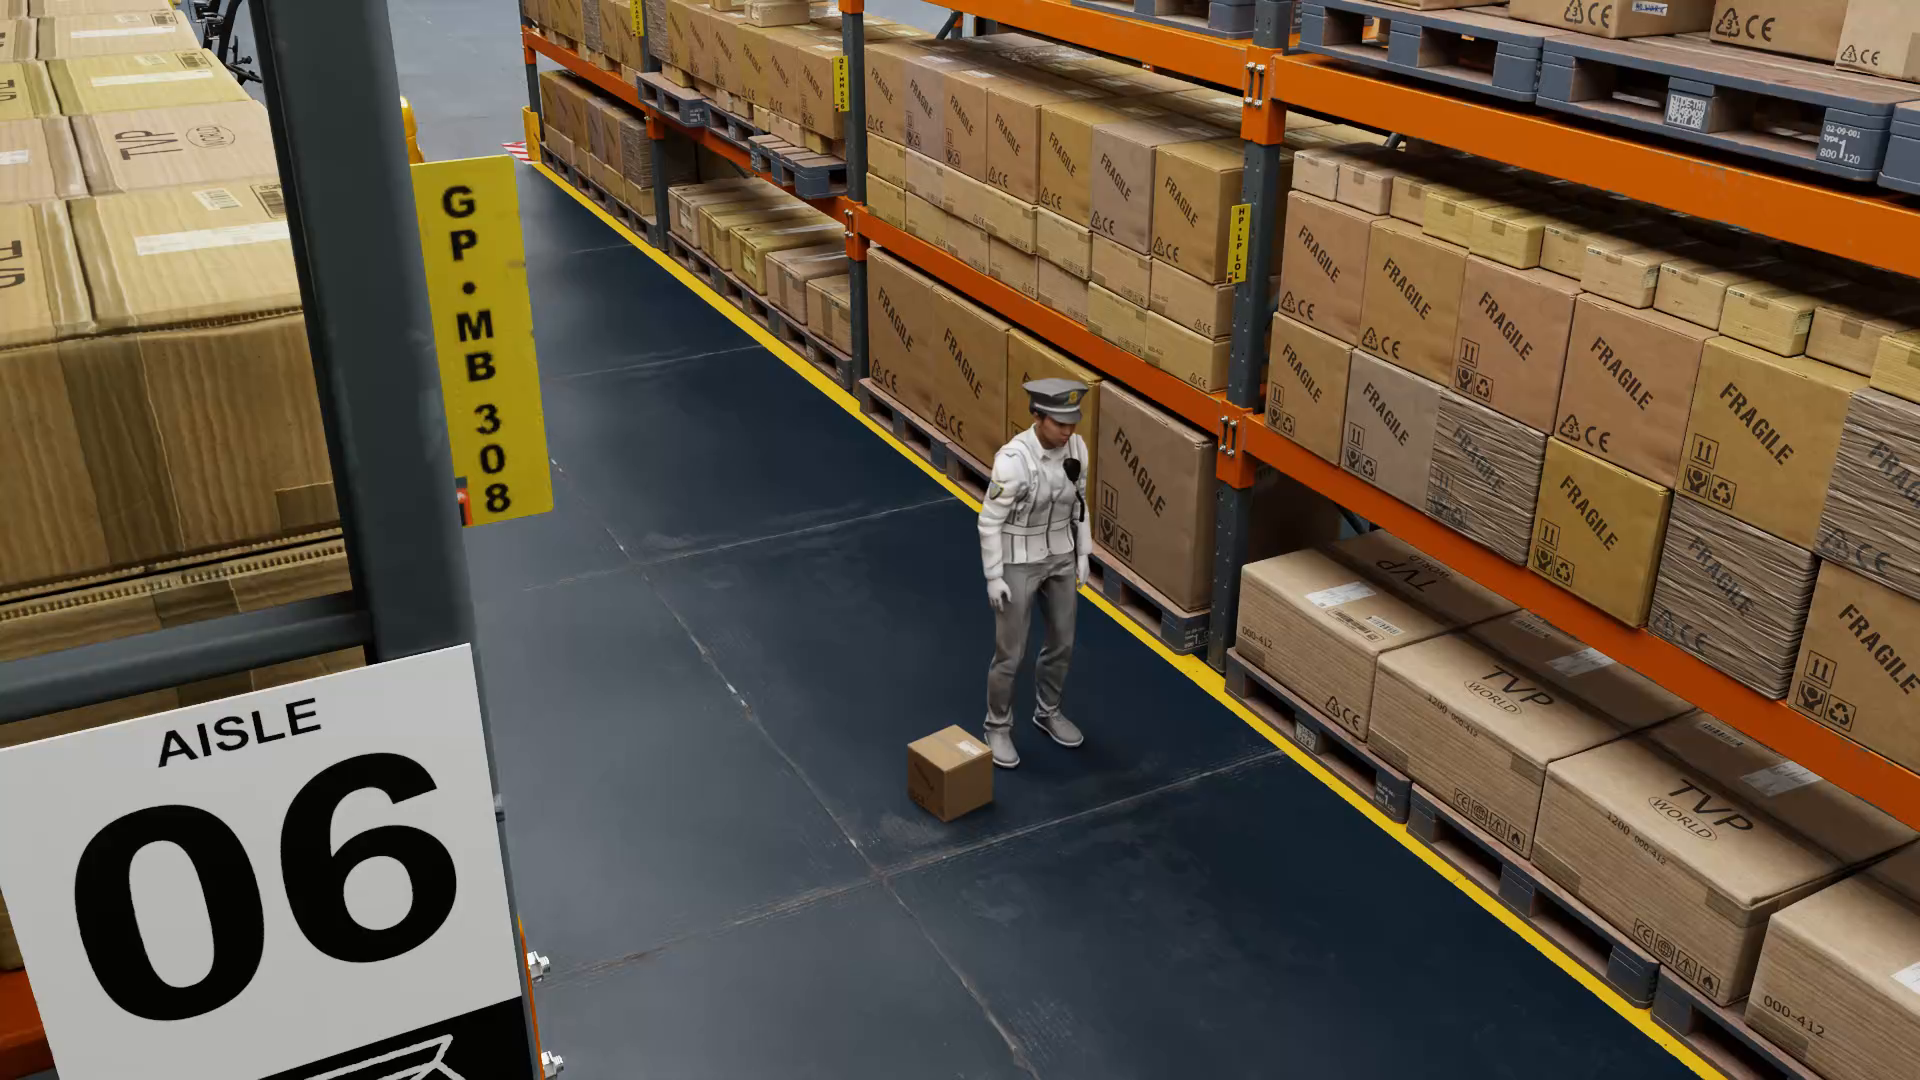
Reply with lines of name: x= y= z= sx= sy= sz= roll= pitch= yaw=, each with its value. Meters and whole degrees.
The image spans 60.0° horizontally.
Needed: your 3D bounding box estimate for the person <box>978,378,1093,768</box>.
person: x=0.331 y=0.116 z=6.867 sx=0.535 sy=1.662 sz=0.344 roll=-15 pitch=29 yaw=-28
